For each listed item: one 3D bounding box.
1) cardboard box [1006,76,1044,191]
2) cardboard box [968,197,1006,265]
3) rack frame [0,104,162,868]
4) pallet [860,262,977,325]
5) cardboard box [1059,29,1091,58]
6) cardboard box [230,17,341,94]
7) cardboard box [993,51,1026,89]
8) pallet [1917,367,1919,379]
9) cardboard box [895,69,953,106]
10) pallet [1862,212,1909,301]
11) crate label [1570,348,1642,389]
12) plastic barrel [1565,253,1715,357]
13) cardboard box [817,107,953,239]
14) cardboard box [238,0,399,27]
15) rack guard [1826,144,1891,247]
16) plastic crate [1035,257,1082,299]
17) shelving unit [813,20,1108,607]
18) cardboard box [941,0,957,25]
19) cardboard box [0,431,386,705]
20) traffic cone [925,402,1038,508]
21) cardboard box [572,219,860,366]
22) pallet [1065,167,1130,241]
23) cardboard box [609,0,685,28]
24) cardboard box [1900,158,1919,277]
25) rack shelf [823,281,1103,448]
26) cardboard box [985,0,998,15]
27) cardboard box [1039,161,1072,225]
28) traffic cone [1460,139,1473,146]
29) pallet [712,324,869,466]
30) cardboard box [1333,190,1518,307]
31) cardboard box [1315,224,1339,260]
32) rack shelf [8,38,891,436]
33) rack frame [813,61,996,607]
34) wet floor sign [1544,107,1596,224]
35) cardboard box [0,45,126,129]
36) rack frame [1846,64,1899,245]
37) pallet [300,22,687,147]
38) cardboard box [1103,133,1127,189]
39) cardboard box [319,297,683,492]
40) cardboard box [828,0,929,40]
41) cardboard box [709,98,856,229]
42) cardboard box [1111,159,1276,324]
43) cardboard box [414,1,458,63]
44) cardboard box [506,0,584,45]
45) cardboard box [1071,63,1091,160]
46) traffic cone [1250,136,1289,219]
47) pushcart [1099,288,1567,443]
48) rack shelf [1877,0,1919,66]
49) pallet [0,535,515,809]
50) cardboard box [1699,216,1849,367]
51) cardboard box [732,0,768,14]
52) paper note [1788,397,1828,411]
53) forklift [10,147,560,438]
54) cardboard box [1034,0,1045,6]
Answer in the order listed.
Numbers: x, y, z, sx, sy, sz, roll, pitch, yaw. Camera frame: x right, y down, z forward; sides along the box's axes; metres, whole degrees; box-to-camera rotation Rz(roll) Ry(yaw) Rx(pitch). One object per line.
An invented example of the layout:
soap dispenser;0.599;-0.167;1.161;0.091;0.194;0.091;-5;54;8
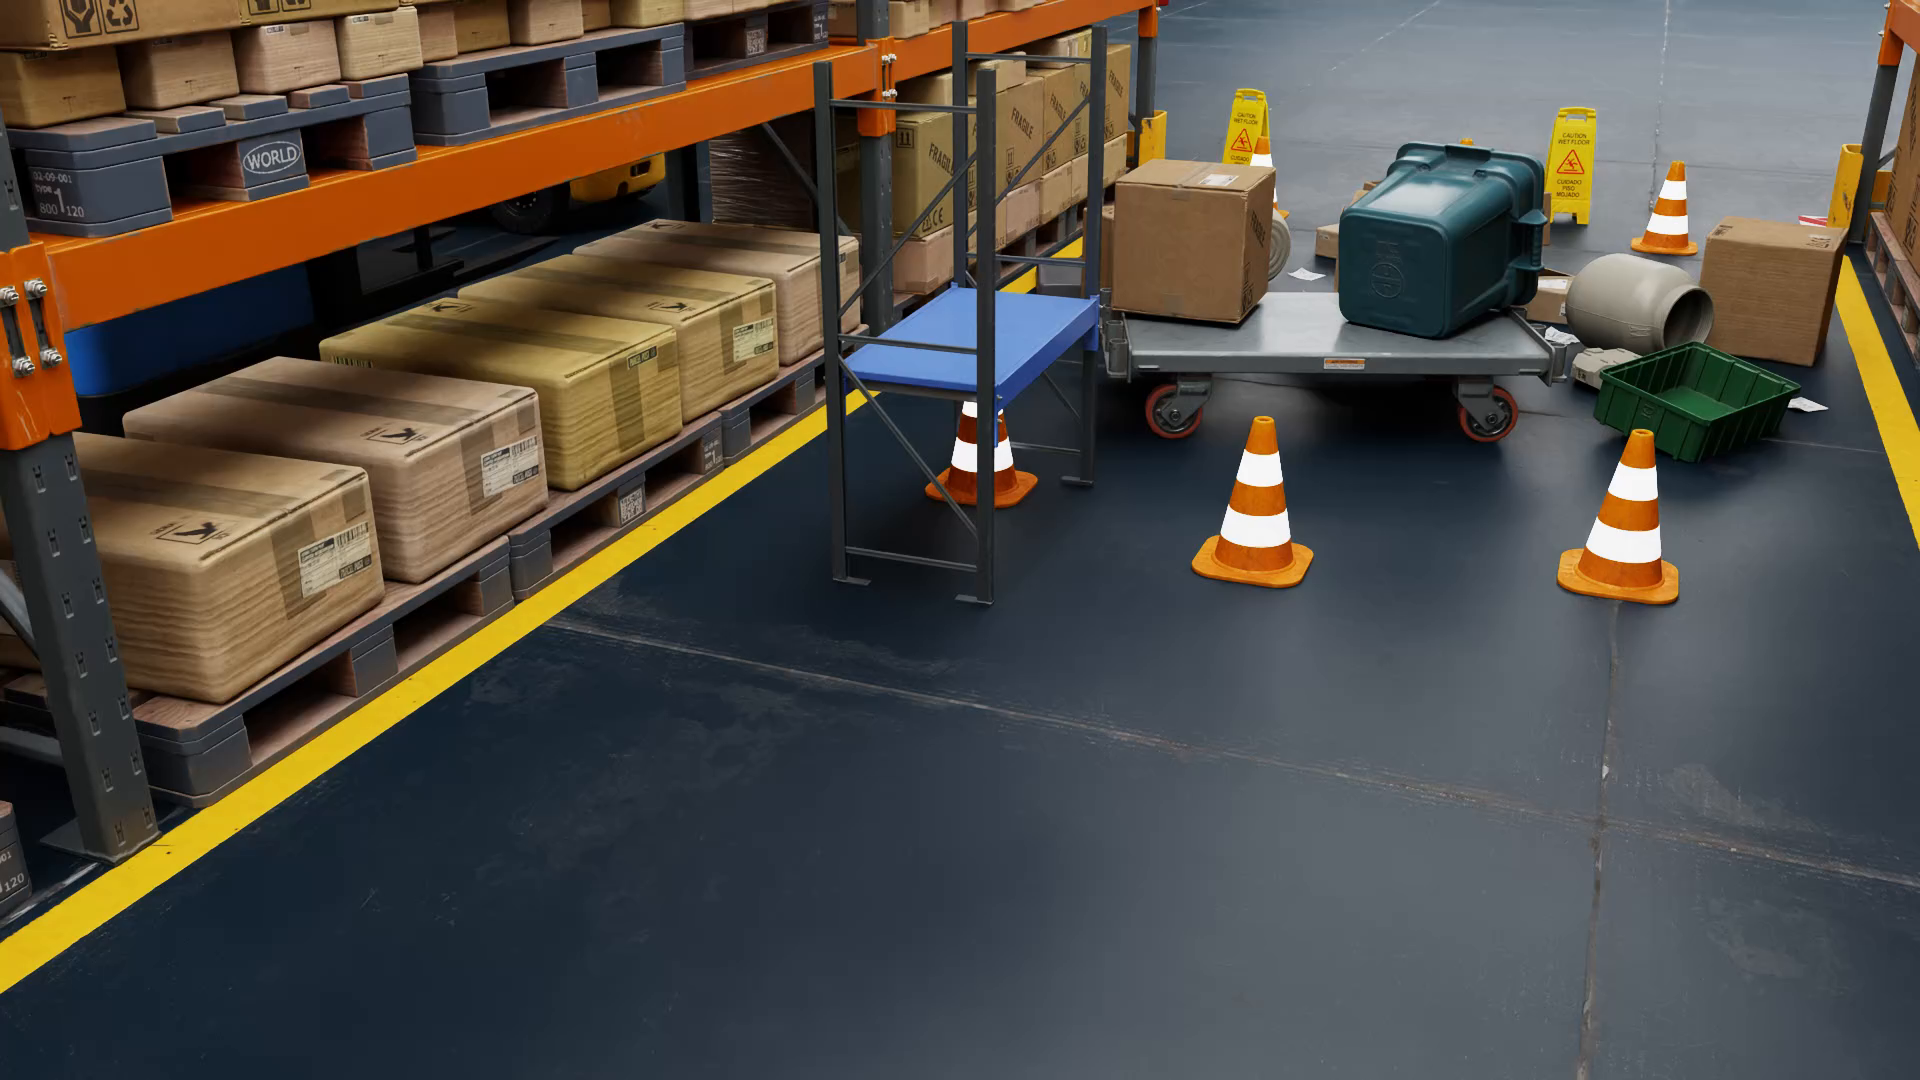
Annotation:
cardboard box;0.087;-2.029;8.265;0.500;0.500;0.500;10;25;23
cardboard box;-0.107;-1.497;7.965;0.500;0.250;0.500;10;25;23
rack frame;-2.251;-0.775;3.215;1.000;3.000;0.127;9;24;20
pallet;-0.548;-1.165;7.766;1.003;0.211;1.213;9;24;20
cardboard box;0.495;-2.654;8.920;0.380;0.149;0.250;9;24;21
cardboard box;-1.677;-1.131;3.846;0.380;0.149;0.250;7;24;17
cardboard box;0.094;-2.267;7.993;0.380;0.149;0.250;10;25;23
pallet;4.224;-0.508;6.193;1.003;0.211;1.213;9;24;20
cardboard box;-0.193;-1.986;7.320;0.380;0.149;0.250;9;24;21
pallet;5.130;-1.382;8.284;1.003;0.211;1.213;9;24;20
crate label;2.629;-0.682;6.705;0.298;0.136;0.250;-7;24;-17
plastic barrel;2.866;-0.971;7.026;0.421;0.421;0.512;-12;25;-26
cardboard box;-0.295;-1.650;7.359;0.500;0.500;0.500;10;25;23
cardboard box;-1.682;-1.468;3.812;0.500;0.500;0.500;10;25;23
rack guard;5.363;-1.821;8.961;1.175;0.500;0.348;9;24;20
plastic crate;0.580;-1.304;8.268;0.402;0.080;0.583;1;23;2
shelving unit;0.037;-0.726;5.023;0.538;1.500;1.048;8;25;19
cardboard box;-0.234;-2.355;7.322;0.380;0.149;0.250;9;24;20
cardboard box;-2.031;0.043;4.121;0.950;0.372;0.625;7;24;16
traffic cone;0.074;-0.392;5.588;0.336;0.463;0.334;9;24;20
cardboard box;-0.957;-1.000;6.617;0.950;0.372;0.625;9;24;21
pallet;0.358;-2.039;9.857;1.003;0.211;1.213;9;24;20
cardboard box;-1.092;-1.698;5.204;0.380;0.149;0.250;9;24;20
cardboard box;4.839;-1.612;7.429;0.875;0.875;0.875;8;24;19
rack shelf;0.038;-0.561;5.094;0.538;0.185;1.000;8;25;19
cardboard box;-0.040;-2.538;7.761;0.380;0.149;0.250;9;24;20
cardboard box;0.282;-1.863;8.841;0.500;0.250;0.500;8;24;18
traffic cone;2.916;-2.092;9.658;0.336;0.463;0.334;9;24;20
pallet;-1.053;-0.641;6.511;1.003;0.211;1.213;9;24;20
cardboard box;2.079;-1.222;7.347;0.797;0.637;0.503;9;24;20
cardboard box;2.110;-1.565;8.803;0.250;0.149;0.380;-17;28;-35
rack shelf;-1.508;-1.159;5.067;1.077;0.370;4.000;9;24;20
rack frame;-0.143;-0.536;4.587;0.500;1.500;0.032;8;25;19
wet floor sign;3.527;-2.173;9.615;0.267;0.644;0.232;5;23;11
cardboard box;-1.957;-0.943;3.397;0.380;0.149;0.250;7;24;17
rack frame;5.354;-2.966;8.458;1.000;3.000;0.127;9;24;20
pallet;-1.553;-1.401;4.961;1.003;0.211;1.213;9;24;20
cardboard box;0.662;-2.227;9.712;0.500;0.250;0.500;9;24;20
cardboard box;-1.478;-0.493;5.403;0.950;0.372;0.625;10;25;22
cardboard box;-0.350;-2.158;6.850;0.380;0.149;0.250;9;24;20
cardboard box;-0.794;-1.728;7.545;0.500;0.500;0.500;8;24;19
cardboard box;0.899;-1.159;6.393;0.500;0.500;0.500;9;24;20
cardboard box;-1.538;-1.323;4.308;0.380;0.149;0.250;10;25;23
cardboard box;-1.312;-1.514;4.765;0.380;0.149;0.250;10;25;22
cardboard box;0.475;-2.398;9.149;0.500;0.500;0.500;10;25;22
traffic cone;1.759;-2.129;9.747;0.336;0.463;0.334;9;24;20
pushcart;1.371;-0.688;6.408;1.648;0.377;0.936;1;23;2
rack shelf;4.612;-1.918;6.883;1.077;0.370;4.000;9;24;20
pallet;-1.959;0.232;4.421;1.003;0.211;1.213;9;24;20
cardboard box;3.492;-1.084;7.194;0.500;0.500;0.500;13;26;29
cardboard box;-0.876;-1.872;5.620;0.380;0.149;0.250;8;24;19
paper note;3.278;-0.535;6.490;0.147;0.020;0.142;-7;24;-17
forklift;-2.835;-2.153;6.601;1.130;2.935;3.031;8;24;19
cardboard box;0.202;-2.708;8.168;0.380;0.149;0.250;9;24;20
